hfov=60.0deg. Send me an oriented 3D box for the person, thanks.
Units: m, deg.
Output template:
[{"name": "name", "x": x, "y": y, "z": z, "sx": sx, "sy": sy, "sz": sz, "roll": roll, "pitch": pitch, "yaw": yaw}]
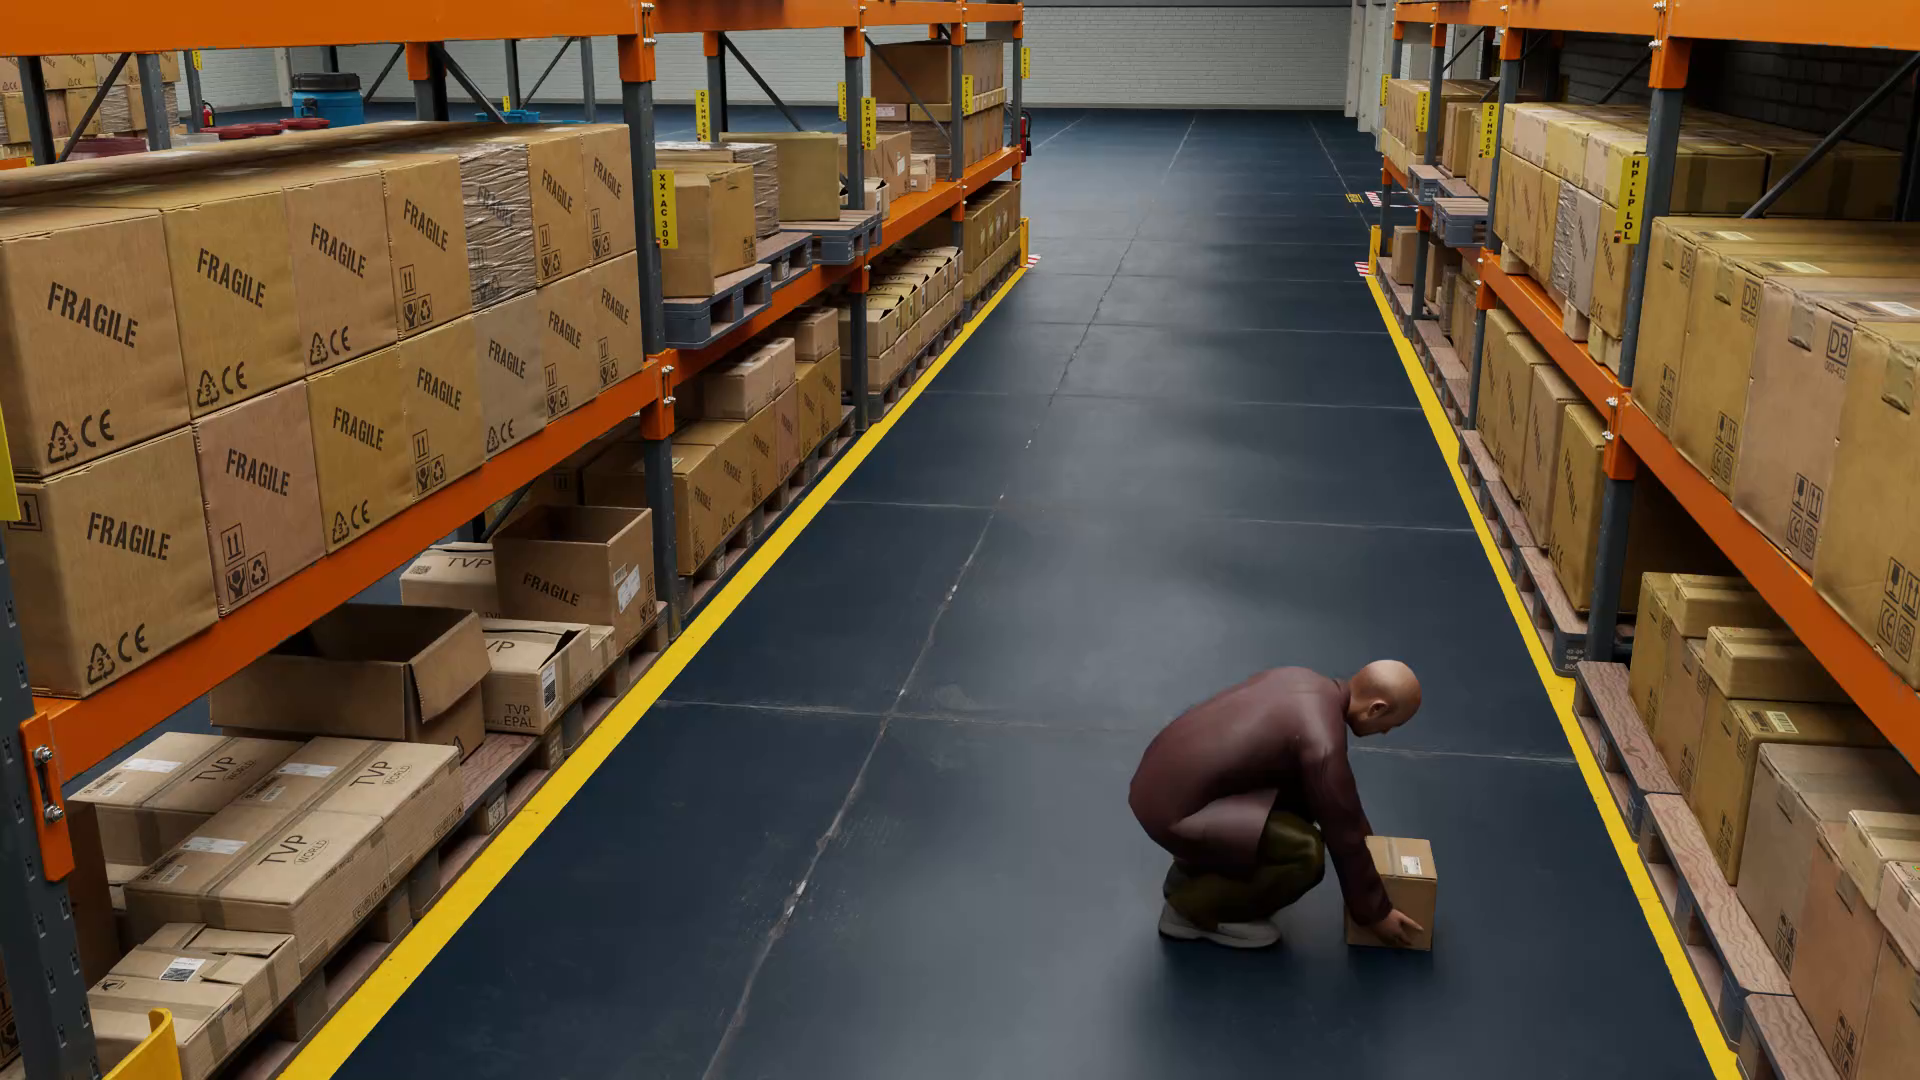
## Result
[{"name": "person", "x": 0.972, "y": 0.788, "z": 5.120, "sx": 0.903, "sy": 0.888, "sz": 0.599, "roll": 3, "pitch": 18, "yaw": 9}]
